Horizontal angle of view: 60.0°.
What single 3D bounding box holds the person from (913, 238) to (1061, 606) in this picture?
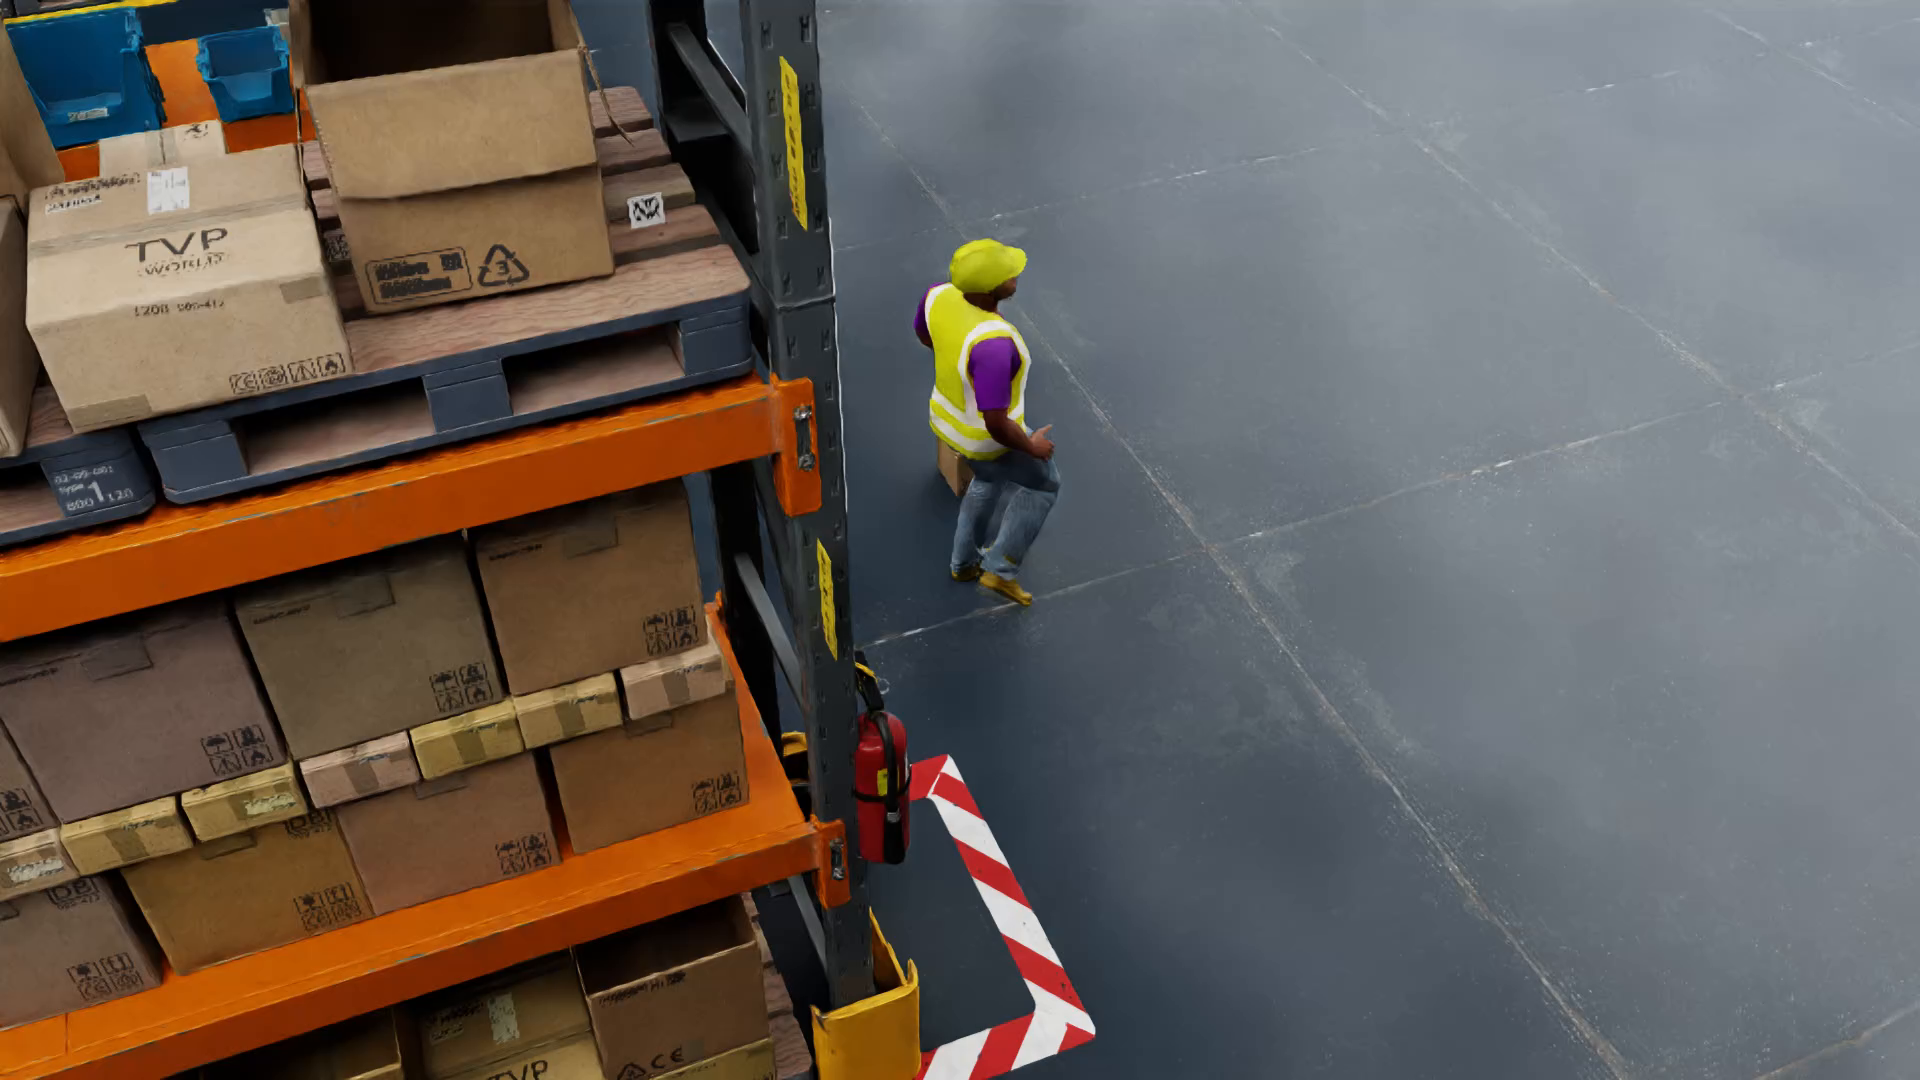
[{"bbox_3d":[0.111,-0.495,6.728,0.517,1.732,0.750,-27,48,-27],"label":"person"}]
